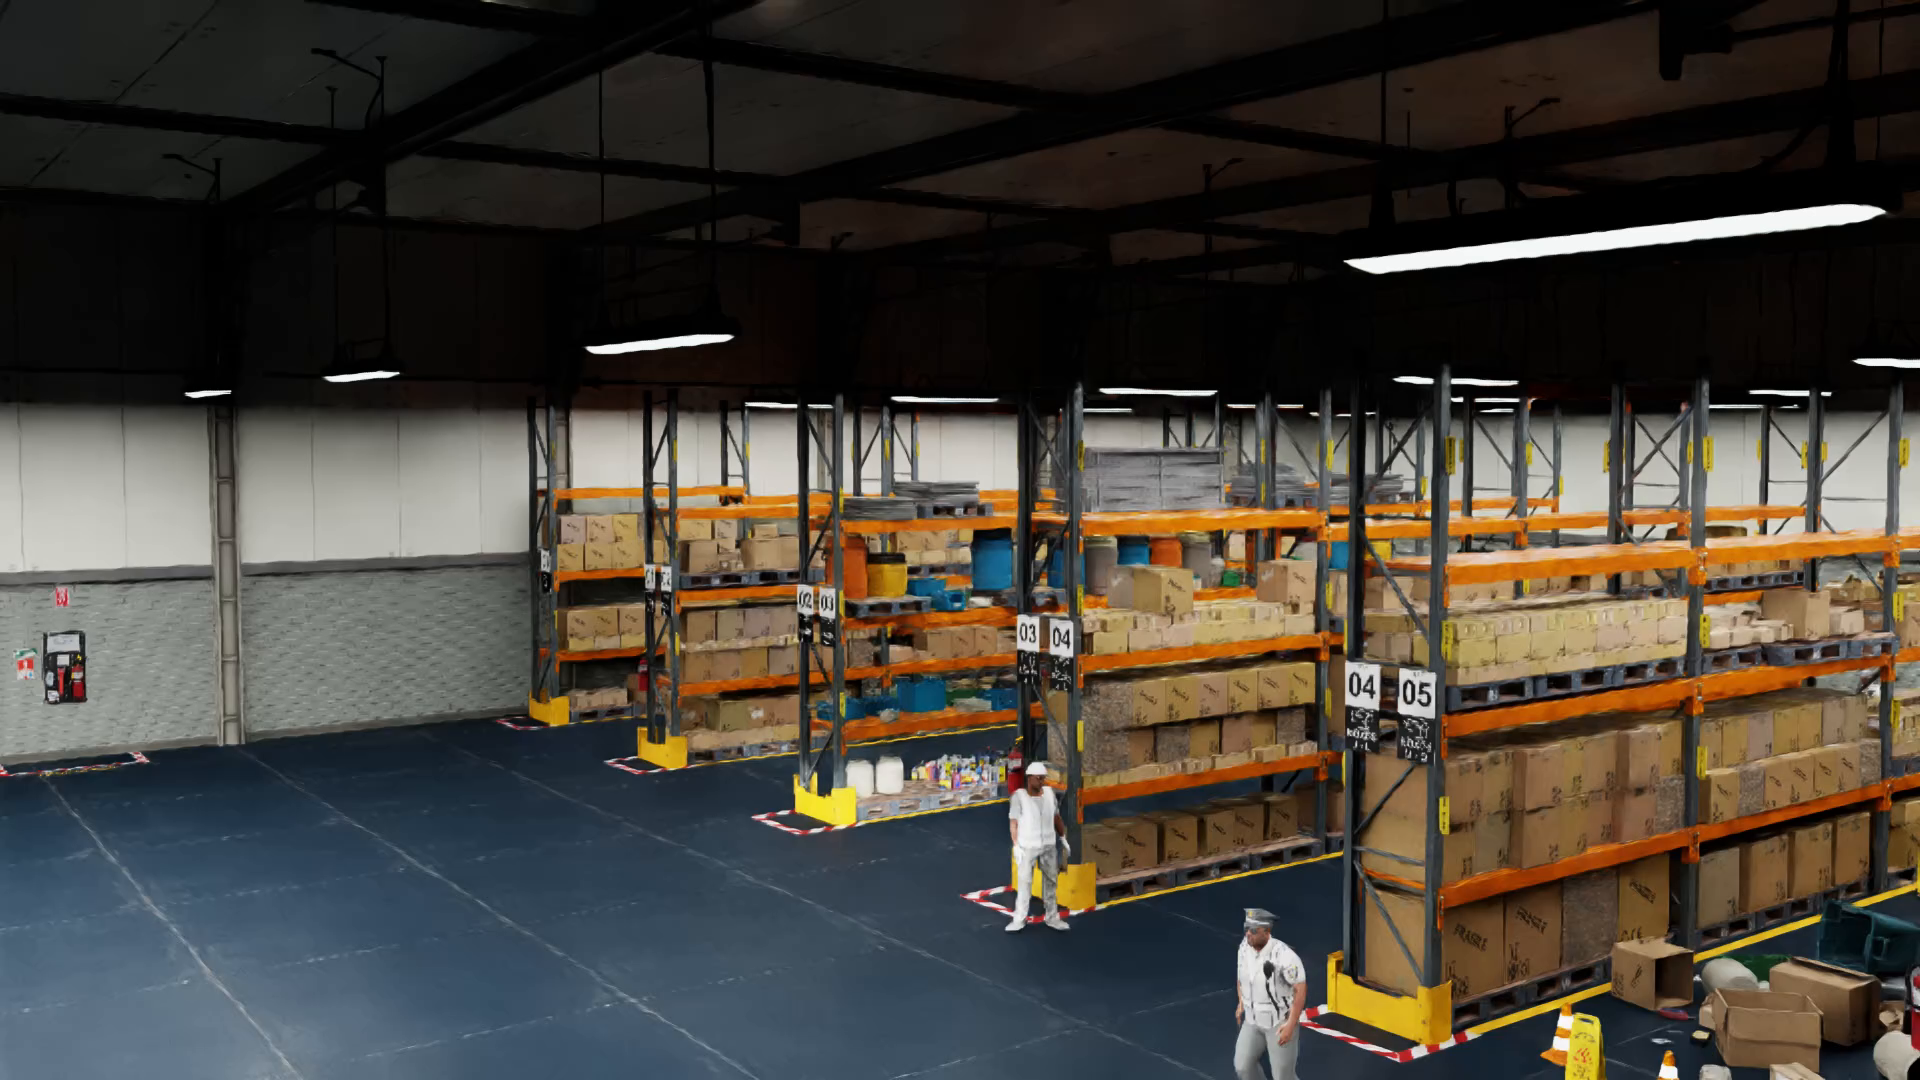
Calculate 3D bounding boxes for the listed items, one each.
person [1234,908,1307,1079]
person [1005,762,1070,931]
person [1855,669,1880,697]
[{"bbox_3d":[2.326,3.573,12.481,0.542,1.715,0.682,-3,4,-38],"label":"person"},{"bbox_3d":[0.821,3.220,17.519,0.722,1.777,0.401,-1,4,-20],"label":"person"},{"bbox_3d":[14.260,2.817,26.063,1.001,1.606,0.493,-3,4,-37],"label":"person"}]
